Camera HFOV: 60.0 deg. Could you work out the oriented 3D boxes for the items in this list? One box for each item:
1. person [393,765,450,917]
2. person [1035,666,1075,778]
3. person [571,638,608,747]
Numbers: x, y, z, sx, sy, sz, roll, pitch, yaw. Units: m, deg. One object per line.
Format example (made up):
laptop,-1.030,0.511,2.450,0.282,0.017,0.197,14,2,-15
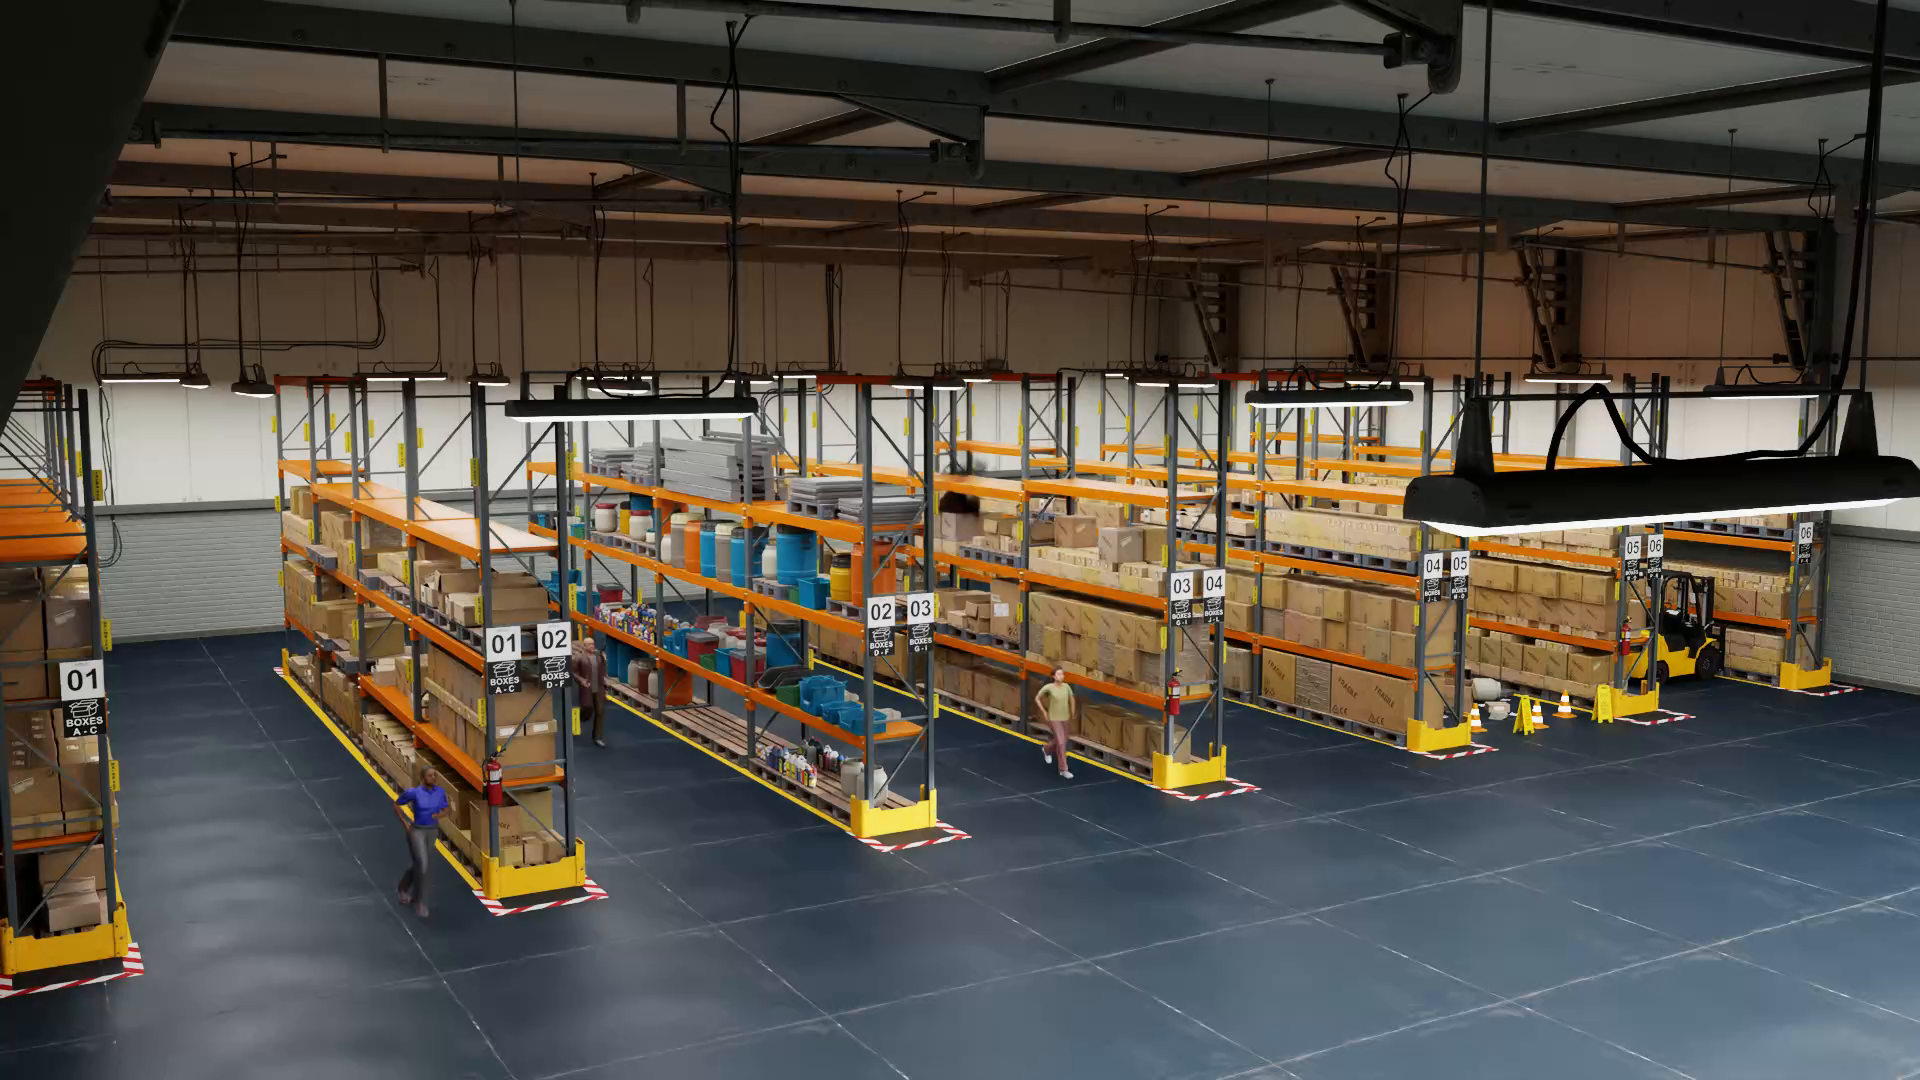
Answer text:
person,-6.208,3.439,19.225,0.744,1.706,0.563,5,8,38
person,1.470,2.732,25.307,0.604,1.647,0.907,-3,7,-29
person,-6.074,2.476,27.331,0.711,1.764,0.923,-5,8,-37
